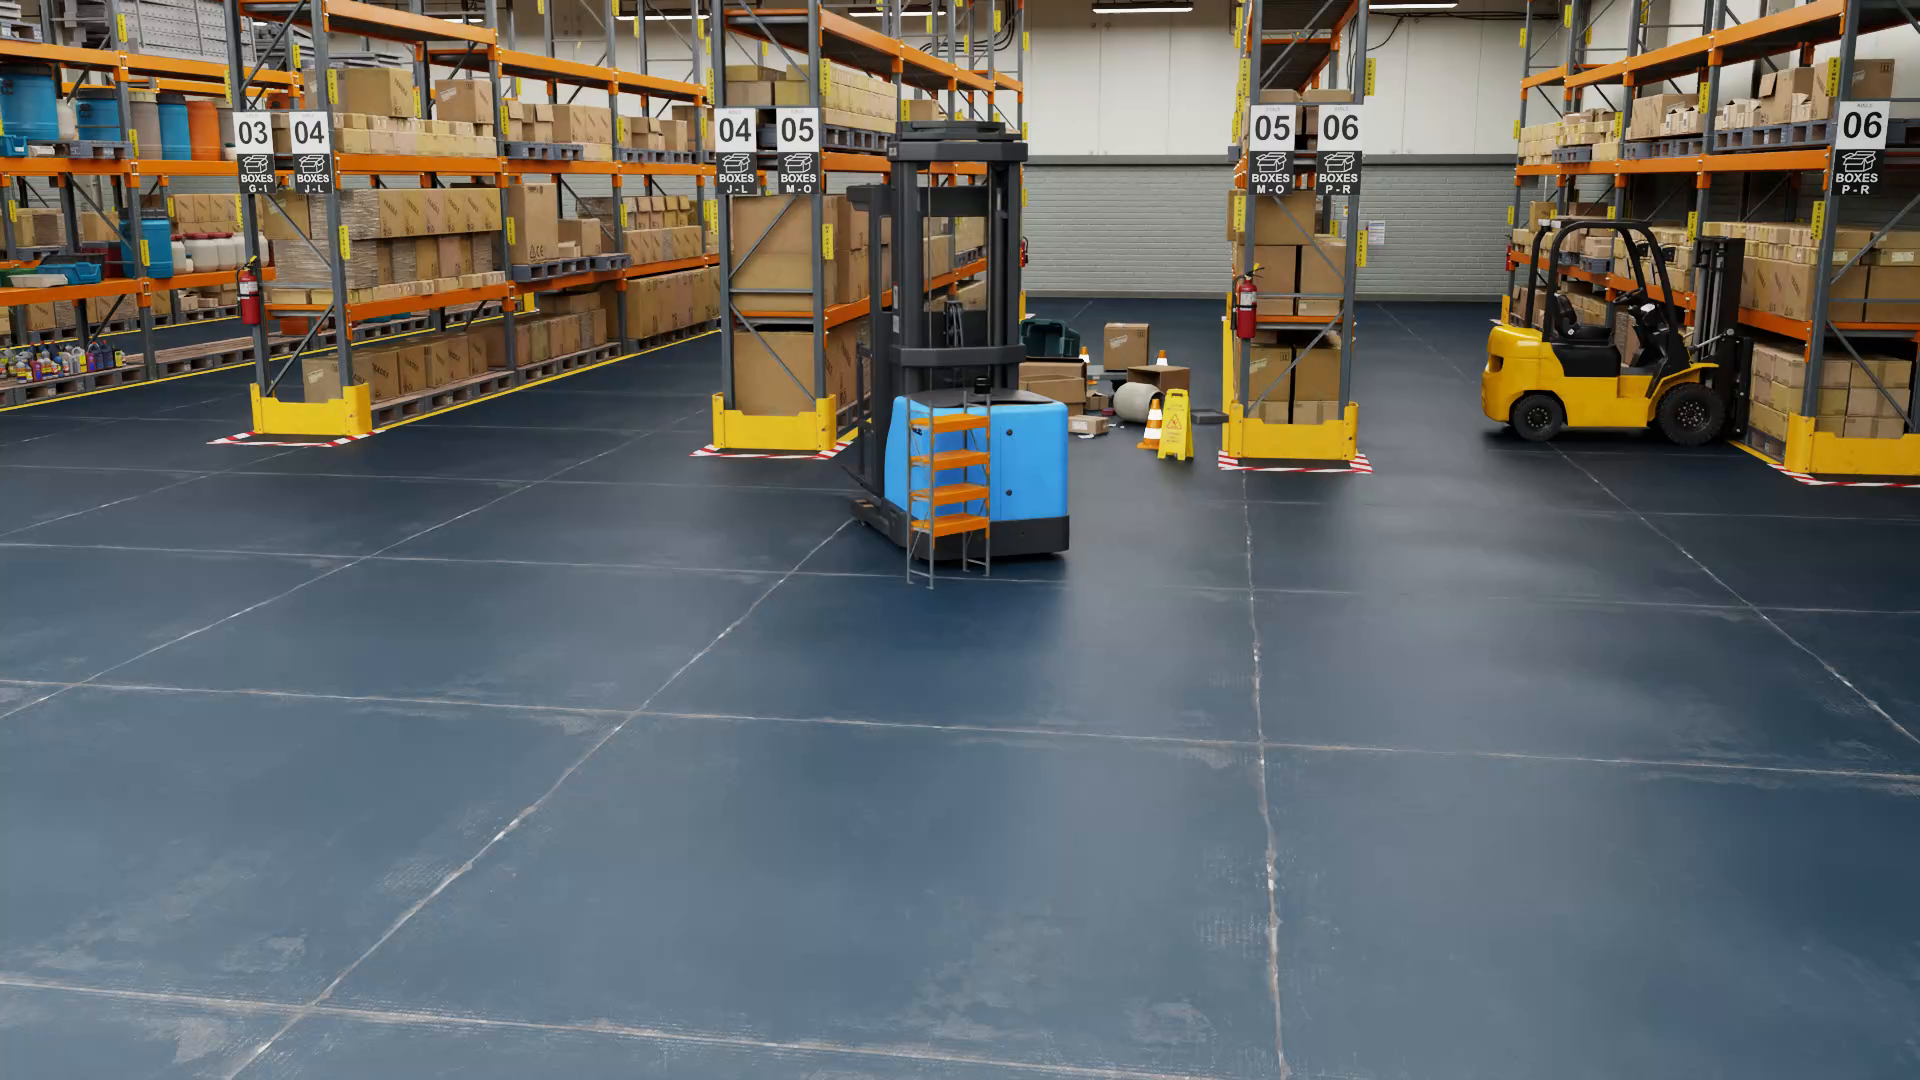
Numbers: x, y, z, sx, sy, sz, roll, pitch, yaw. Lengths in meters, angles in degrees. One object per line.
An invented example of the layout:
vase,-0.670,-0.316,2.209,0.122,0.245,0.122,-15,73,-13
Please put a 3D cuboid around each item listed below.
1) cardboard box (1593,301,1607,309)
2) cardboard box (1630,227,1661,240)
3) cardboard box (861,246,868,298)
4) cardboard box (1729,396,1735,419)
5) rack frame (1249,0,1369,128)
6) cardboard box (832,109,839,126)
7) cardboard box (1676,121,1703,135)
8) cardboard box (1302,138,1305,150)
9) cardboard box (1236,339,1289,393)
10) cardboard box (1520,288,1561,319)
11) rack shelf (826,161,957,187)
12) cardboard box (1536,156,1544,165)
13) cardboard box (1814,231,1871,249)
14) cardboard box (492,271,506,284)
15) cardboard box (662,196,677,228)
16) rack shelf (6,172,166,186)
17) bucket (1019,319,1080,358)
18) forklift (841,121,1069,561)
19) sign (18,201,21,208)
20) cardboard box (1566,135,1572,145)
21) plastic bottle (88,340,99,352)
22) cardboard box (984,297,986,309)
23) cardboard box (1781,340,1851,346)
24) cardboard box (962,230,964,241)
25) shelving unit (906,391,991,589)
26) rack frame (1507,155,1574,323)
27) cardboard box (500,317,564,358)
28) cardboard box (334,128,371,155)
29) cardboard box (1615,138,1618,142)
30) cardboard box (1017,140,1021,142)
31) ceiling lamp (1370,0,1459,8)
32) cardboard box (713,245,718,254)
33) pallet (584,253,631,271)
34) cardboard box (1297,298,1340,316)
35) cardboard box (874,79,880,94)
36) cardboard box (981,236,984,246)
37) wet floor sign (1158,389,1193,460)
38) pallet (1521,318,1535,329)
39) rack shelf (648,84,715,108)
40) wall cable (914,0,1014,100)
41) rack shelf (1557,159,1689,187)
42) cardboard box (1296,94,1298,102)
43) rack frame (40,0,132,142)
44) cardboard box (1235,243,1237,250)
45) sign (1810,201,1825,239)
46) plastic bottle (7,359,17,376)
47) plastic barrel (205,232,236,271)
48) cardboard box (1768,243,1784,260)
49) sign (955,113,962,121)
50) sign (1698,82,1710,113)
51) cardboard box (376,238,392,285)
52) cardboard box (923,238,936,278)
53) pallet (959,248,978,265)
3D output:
cardboard box,9.249,-3.325,23.700,0.380,0.149,0.250,2,12,10
cardboard box,8.849,-3.948,21.418,0.380,0.149,0.250,2,12,10
cardboard box,-1.473,-2.875,17.856,0.875,0.550,0.500,2,12,9
cardboard box,8.002,-1.369,16.755,0.500,0.250,0.500,2,12,10
rack frame,3.107,-5.177,14.653,1.000,3.000,0.127,2,12,9
cardboard box,-1.391,-4.095,16.117,0.380,0.149,0.250,2,12,9
cardboard box,8.497,-4.753,19.170,0.380,0.149,0.250,2,12,9
cardboard box,3.556,-3.865,16.285,0.380,0.149,0.250,1,12,7
cardboard box,3.050,-1.756,16.769,0.500,0.500,0.500,2,12,11
cardboard box,10.116,-4.097,28.820,0.700,0.500,0.500,2,12,11
rack shelf,-0.877,-4.747,21.487,1.077,0.370,4.000,2,12,9
cardboard box,9.829,-6.331,27.728,0.380,0.149,0.250,2,12,10
cardboard box,7.859,-2.677,14.810,0.380,0.149,0.250,2,12,9
cardboard box,-5.812,-3.221,20.414,0.380,0.149,0.250,2,12,9
cardboard box,-5.046,-5.327,26.971,0.797,0.503,0.637,2,12,9
rack shelf,-14.935,-6.083,27.687,1.077,0.370,4.000,2,12,9
bucket,1.073,-2.256,19.502,0.726,0.611,0.620,7,4,28
forklift,-0.194,-1.559,12.269,1.130,2.935,3.031,-4,13,-18
sign,-19.455,-6.858,34.454,0.100,0.325,0.005,2,12,9
cardboard box,9.280,-5.972,24.825,0.380,0.149,0.250,2,12,9
plastic bottle,-10.920,-2.340,20.973,0.144,0.351,0.185,2,12,9
cardboard box,0.181,-3.702,26.989,0.500,0.500,0.500,2,12,8
cardboard box,8.520,-1.842,16.577,0.500,0.250,0.500,2,12,8
cardboard box,-0.141,-4.587,25.052,0.380,0.149,0.250,2,12,9
shelving unit,-0.072,-0.327,10.662,0.503,1.200,0.258,-11,16,-41
rack frame,10.473,-5.415,29.998,1.000,3.000,0.127,2,12,9
cardboard box,-5.776,-2.733,22.444,0.700,0.500,0.500,1,12,4
cardboard box,-6.355,-4.050,16.902,0.500,0.250,0.500,2,12,10
cardboard box,9.119,-5.472,22.554,0.380,0.149,0.250,2,12,7
cardboard box,0.842,-7.247,30.551,0.500,0.250,0.500,1,12,7
ceiling lamp,8.585,-11.834,31.690,2.000,3.185,0.800,2,12,9
cardboard box,-4.425,-5.046,28.882,0.380,0.149,0.250,1,12,7
pallet,-5.459,-3.985,23.819,1.213,0.211,1.003,2,12,9
cardboard box,3.364,-2.185,15.609,0.380,0.149,0.250,2,12,9
cardboard box,-1.080,-4.906,17.987,0.380,0.149,0.250,2,12,9
cardboard box,0.181,-4.875,27.092,0.380,0.149,0.250,2,12,7
wet floor sign,2.021,-1.088,15.511,0.267,0.644,0.232,7,14,28
pallet,10.150,-3.616,28.273,1.003,0.211,1.213,2,12,9
rack shelf,-4.532,-7.865,29.784,1.077,0.370,4.000,2,12,9
wall cable,0.051,-11.466,36.203,2.277,5.999,0.120,2,12,9
rack shelf,9.550,-5.280,23.962,1.077,0.370,4.000,2,12,9
cardboard box,3.056,-4.214,16.013,0.380,0.149,0.250,2,12,9
rack frame,-10.964,-6.491,20.752,1.000,3.000,0.127,2,12,9
cardboard box,4.236,-4.296,23.978,0.500,0.250,0.500,2,12,7
sign,7.478,-2.786,14.491,0.100,0.325,0.005,2,12,9
plastic bottle,-11.495,-2.089,20.166,0.097,0.201,0.097,0,12,0
plastic barrel,-10.420,-4.059,23.387,0.433,0.535,0.433,0,12,0
cardboard box,7.943,-2.746,15.836,0.380,0.149,0.250,1,12,7
sign,-0.022,-5.787,23.189,0.100,0.325,0.005,2,12,9
sign,8.090,-4.805,18.075,0.100,0.325,0.005,2,12,9
cardboard box,-6.615,-2.981,17.762,0.875,0.500,0.500,2,12,9
cardboard box,-0.603,-3.680,21.713,0.500,0.500,0.500,2,12,10
pallet,-0.305,-4.368,25.598,1.003,0.211,1.213,2,12,9
